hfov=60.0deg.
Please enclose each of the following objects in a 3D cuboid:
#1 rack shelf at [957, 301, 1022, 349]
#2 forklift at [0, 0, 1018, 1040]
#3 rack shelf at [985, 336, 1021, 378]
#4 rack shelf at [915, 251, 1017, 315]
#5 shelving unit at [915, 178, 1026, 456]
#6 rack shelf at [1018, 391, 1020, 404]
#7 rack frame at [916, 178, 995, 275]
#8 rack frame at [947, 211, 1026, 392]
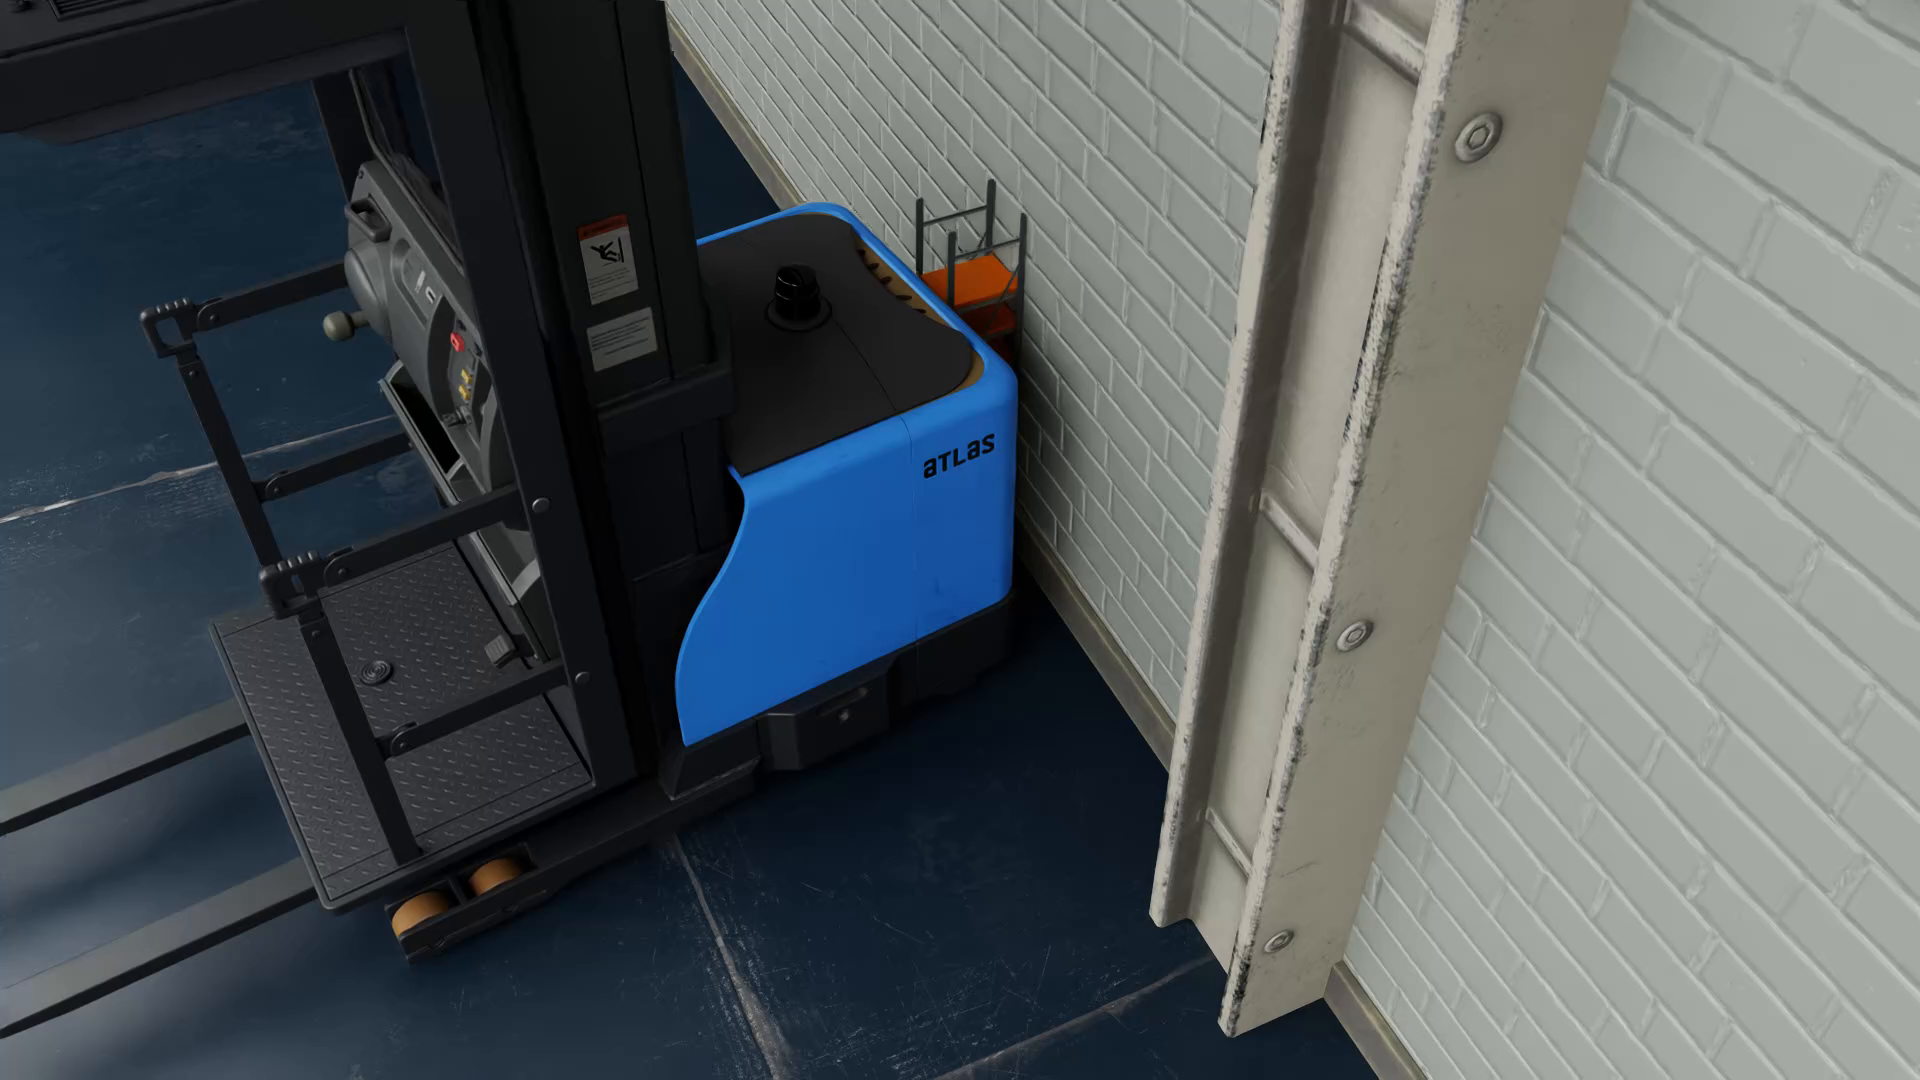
[{"bbox_3d":[0.024,-0.598,4.714,0.258,0.103,0.180,-20,47,-21],"label":"rack shelf"},{"bbox_3d":[-1.359,-0.425,3.593,3.031,2.935,1.130,-24,49,-22],"label":"forklift"},{"bbox_3d":[0.022,-0.511,4.796,0.258,0.103,0.180,-20,47,-21],"label":"rack shelf"},{"bbox_3d":[0.026,-0.685,4.632,0.258,0.103,0.180,-20,47,-21],"label":"rack shelf"},{"bbox_3d":[0.020,-0.456,4.848,0.258,1.200,0.189,-20,47,-21],"label":"shelving unit"},{"bbox_3d":[0.019,-0.423,4.878,0.258,0.103,0.180,-20,47,-21],"label":"rack shelf"},{"bbox_3d":[-0.023,-0.511,4.906,0.240,1.200,0.006,-20,47,-21],"label":"rack frame"},{"bbox_3d":[0.064,-0.400,4.790,0.240,1.200,0.006,-20,47,-21],"label":"rack frame"}]
